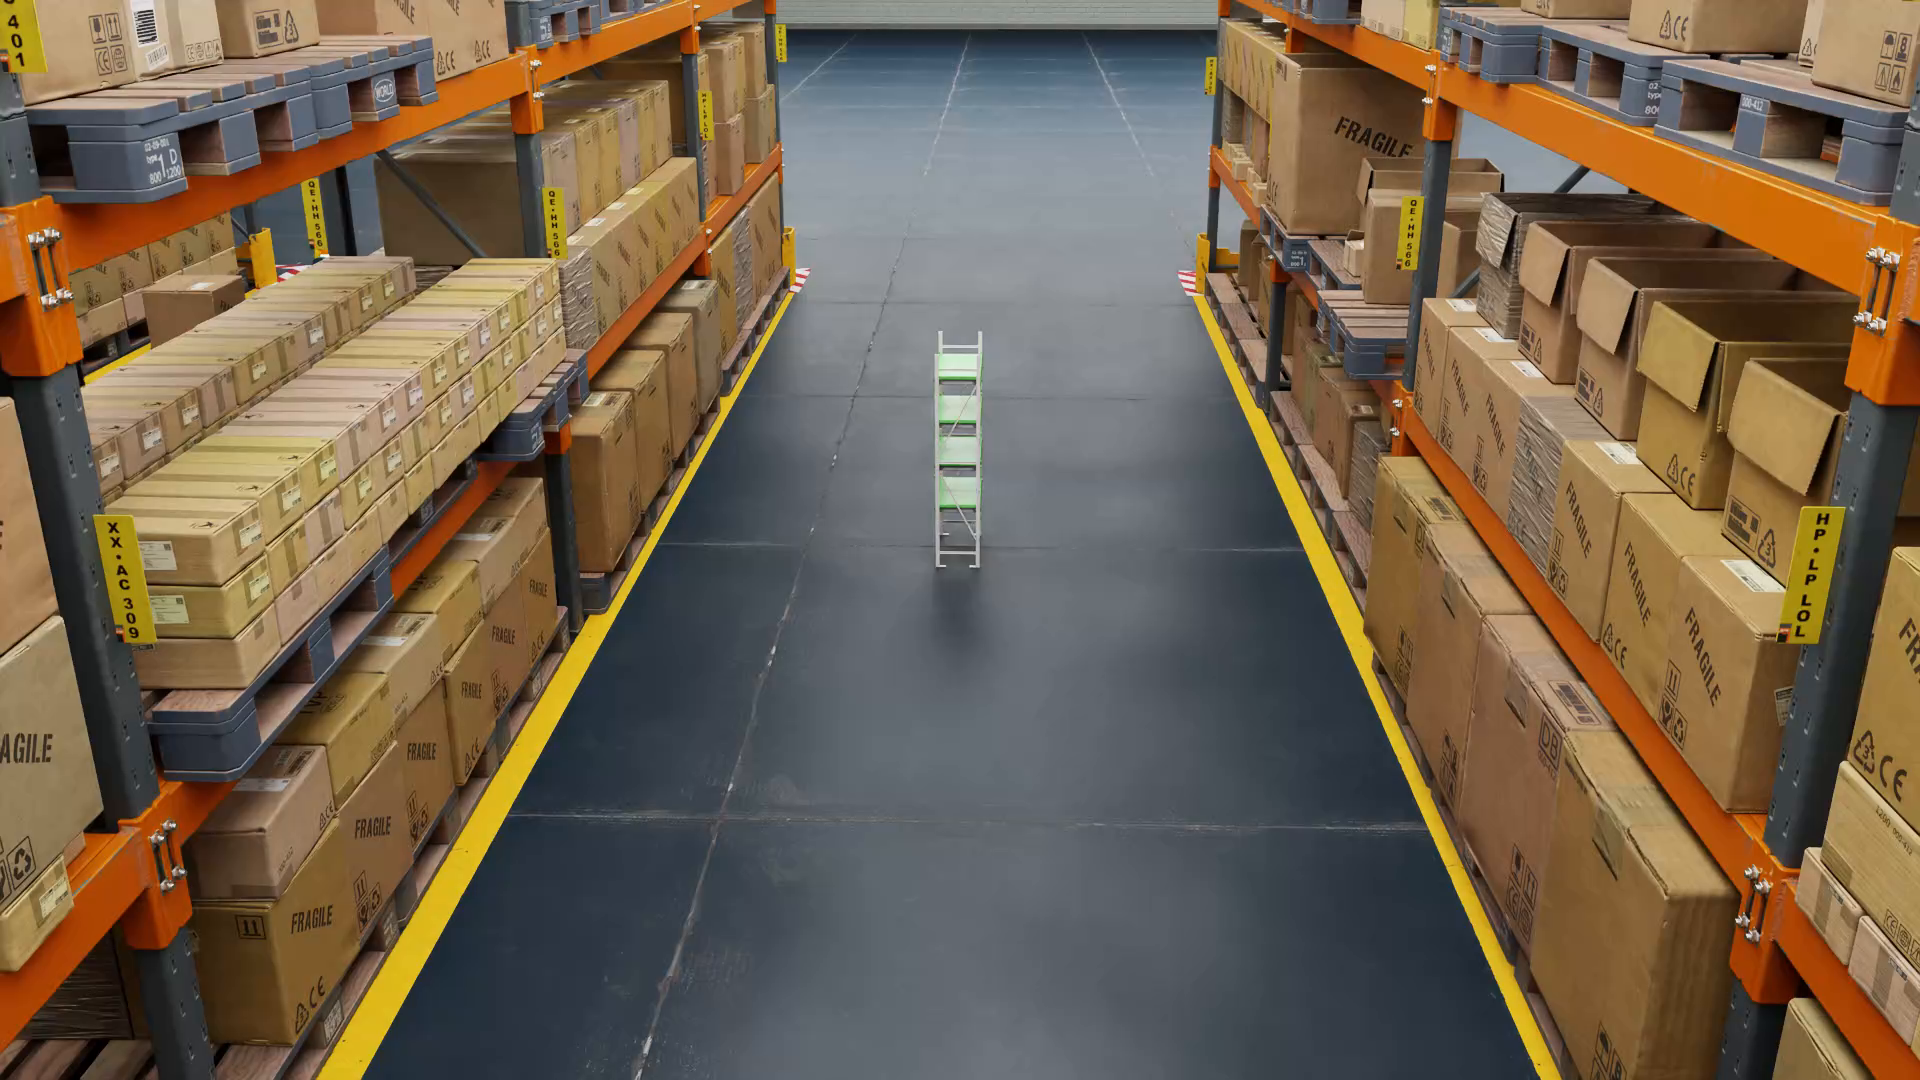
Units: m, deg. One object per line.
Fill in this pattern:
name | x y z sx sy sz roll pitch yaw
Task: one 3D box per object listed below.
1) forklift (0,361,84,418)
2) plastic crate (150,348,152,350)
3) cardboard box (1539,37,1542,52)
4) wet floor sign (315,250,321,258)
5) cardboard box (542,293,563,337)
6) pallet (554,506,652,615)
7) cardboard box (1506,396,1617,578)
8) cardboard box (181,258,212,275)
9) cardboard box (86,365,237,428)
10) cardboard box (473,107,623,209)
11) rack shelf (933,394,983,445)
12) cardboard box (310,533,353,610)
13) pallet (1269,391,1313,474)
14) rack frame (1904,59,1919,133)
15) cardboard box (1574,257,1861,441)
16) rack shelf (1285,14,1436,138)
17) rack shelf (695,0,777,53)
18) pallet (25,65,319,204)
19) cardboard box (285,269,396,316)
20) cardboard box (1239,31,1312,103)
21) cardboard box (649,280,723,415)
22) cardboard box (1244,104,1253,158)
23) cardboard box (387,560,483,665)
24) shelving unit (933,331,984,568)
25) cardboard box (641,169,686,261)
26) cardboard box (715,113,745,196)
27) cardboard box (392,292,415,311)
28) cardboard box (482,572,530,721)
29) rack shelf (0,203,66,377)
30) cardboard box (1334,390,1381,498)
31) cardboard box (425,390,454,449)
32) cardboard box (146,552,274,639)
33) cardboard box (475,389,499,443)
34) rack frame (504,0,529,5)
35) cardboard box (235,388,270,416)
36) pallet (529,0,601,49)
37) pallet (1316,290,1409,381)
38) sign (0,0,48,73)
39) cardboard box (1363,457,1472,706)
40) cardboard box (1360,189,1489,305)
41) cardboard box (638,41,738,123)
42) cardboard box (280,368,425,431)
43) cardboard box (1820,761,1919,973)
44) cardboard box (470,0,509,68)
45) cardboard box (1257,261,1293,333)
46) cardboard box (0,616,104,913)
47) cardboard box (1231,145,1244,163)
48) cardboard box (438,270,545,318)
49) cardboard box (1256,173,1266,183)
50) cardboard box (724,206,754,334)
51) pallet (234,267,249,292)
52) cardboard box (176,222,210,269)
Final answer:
forklift | -4.756 -0.857 7.685 1.130 2.935 3.031 1 21 2
plastic crate | -6.365 -1.613 13.577 0.402 0.080 0.583 -7 22 -17
cardboard box | 2.820 -2.356 7.516 0.500 0.250 0.500 1 21 3
wet floor sign | -6.035 -2.822 15.909 0.267 0.644 0.232 8 23 20
cardboard box | -1.963 -0.985 7.278 0.380 0.149 0.250 1 21 3
pallet | -2.304 0.064 9.072 1.003 0.211 1.213 1 21 2
cardboard box | 2.222 -0.182 5.713 0.500 0.500 0.500 1 21 2
cardboard box | -6.890 -2.294 14.514 0.500 0.250 0.500 1 21 2
cardboard box | -2.667 -0.480 5.564 0.380 0.149 0.250 0 21 -1
cardboard box | -2.337 -2.180 9.480 0.700 0.500 0.500 0 21 1
rack shelf | -0.005 -0.664 9.094 0.258 0.148 0.480 1 21 2
cardboard box | -2.039 0.088 4.923 0.380 0.149 0.250 1 21 2
pallet | 2.651 -0.725 11.107 1.003 0.211 1.213 1 21 2
rack frame | 2.430 -2.211 2.788 1.000 3.000 0.127 1 21 2
cardboard box | 2.477 -0.633 5.488 0.797 0.503 0.637 1 21 3
rack shelf | 2.612 -2.647 9.052 1.077 0.370 4.000 1 21 2
rack shelf | -2.221 -4.184 13.014 1.077 0.370 4.000 1 21 2
pallet | -2.400 -1.038 4.171 1.213 0.211 1.003 1 21 2
cardboard box | -2.616 -1.046 7.021 0.380 0.149 0.250 0 21 0
cardboard box | 2.460 -3.666 12.900 0.500 0.500 0.500 1 21 2
cardboard box | -2.211 -1.320 11.313 1.050 0.750 0.750 1 21 1
cardboard box | 2.797 -3.377 13.537 0.875 0.500 0.500 1 21 2
cardboard box | -2.198 0.285 6.487 0.500 0.250 0.500 1 21 3
shelving unit | -0.005 -0.500 9.158 0.258 1.200 0.503 1 21 2
cardboard box | -2.046 -2.070 10.580 0.500 0.500 0.500 0 21 1
cardboard box | -2.154 -2.995 12.893 0.875 0.550 0.550 1 21 2
cardboard box | -2.619 -0.997 7.306 0.380 0.149 0.250 2 21 4
cardboard box | -2.181 0.446 7.107 0.500 0.500 0.500 1 21 4
rack shelf | -2.586 0.155 1.832 1.077 0.370 4.000 1 21 2
cardboard box | 2.566 -0.549 9.644 0.700 0.500 0.500 2 21 6
cardboard box | -2.008 -0.426 5.835 0.380 0.149 0.250 0 21 1
cardboard box | -2.053 0.140 4.377 0.380 0.149 0.250 1 21 2
cardboard box | -1.993 -0.477 6.378 0.380 0.149 0.250 0 21 -1
rack frame | -2.403 -3.749 6.750 1.000 3.000 0.127 1 21 2
cardboard box | -2.661 -0.433 5.854 0.380 0.149 0.250 1 21 4
pallet | -2.437 -2.496 7.928 1.213 0.211 1.003 2 21 4
pallet | 2.467 -1.030 8.302 1.213 0.211 1.003 1 21 2
sign | -1.982 -1.142 3.463 0.100 0.325 0.005 1 21 2
cardboard box | 2.510 0.183 7.266 1.225 0.875 0.875 0 21 -1
cardboard box | 2.445 -1.502 8.534 0.700 0.500 0.500 4 22 10
cardboard box | -2.182 -3.498 12.698 0.875 0.550 0.550 1 21 2
cardboard box | -2.015 -0.466 5.529 0.380 0.149 0.250 1 21 4
cardboard box | 2.154 0.684 3.416 0.500 0.250 0.500 0 21 1
cardboard box | -2.167 -2.188 6.735 0.500 0.500 0.500 1 21 2
cardboard box | 2.675 -1.914 13.190 0.500 0.500 0.500 -1 21 -3
cardboard box | -2.257 0.487 3.577 0.500 0.500 0.500 1 21 2
cardboard box | 2.511 -3.265 14.143 0.380 0.149 0.250 1 21 2
cardboard box | -1.970 -1.035 6.993 0.380 0.149 0.250 0 21 1
cardboard box | 2.473 -2.722 12.745 0.380 0.149 0.250 1 21 2
cardboard box | -2.169 -2.156 13.295 0.875 0.875 0.875 1 21 2
pallet | -7.173 -2.241 15.014 1.003 0.211 1.213 1 21 2
cardboard box | -6.887 -2.644 14.382 0.500 0.500 0.500 1 21 4
